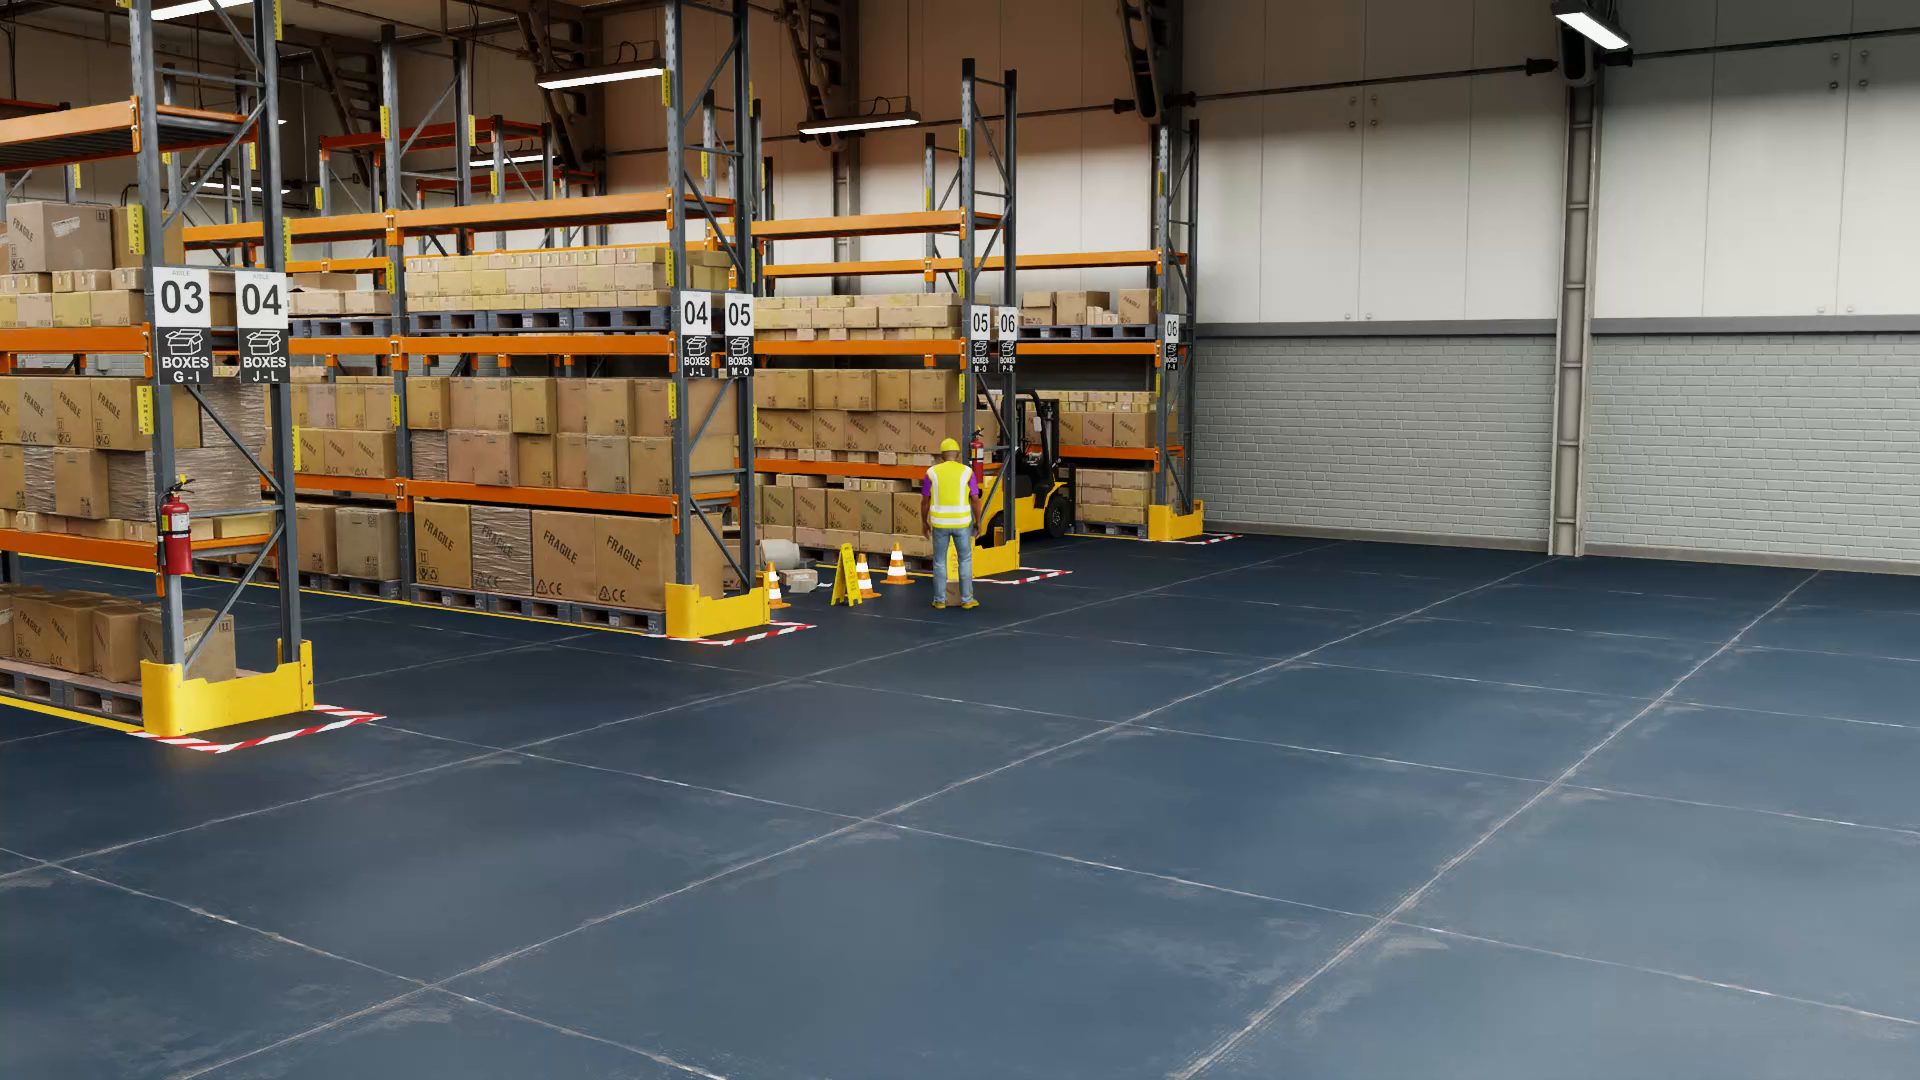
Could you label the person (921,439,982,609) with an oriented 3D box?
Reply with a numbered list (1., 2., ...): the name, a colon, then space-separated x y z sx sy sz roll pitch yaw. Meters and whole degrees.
1. person: -0.088 -0.171 17.262 0.626 1.760 0.461 0 6 3
